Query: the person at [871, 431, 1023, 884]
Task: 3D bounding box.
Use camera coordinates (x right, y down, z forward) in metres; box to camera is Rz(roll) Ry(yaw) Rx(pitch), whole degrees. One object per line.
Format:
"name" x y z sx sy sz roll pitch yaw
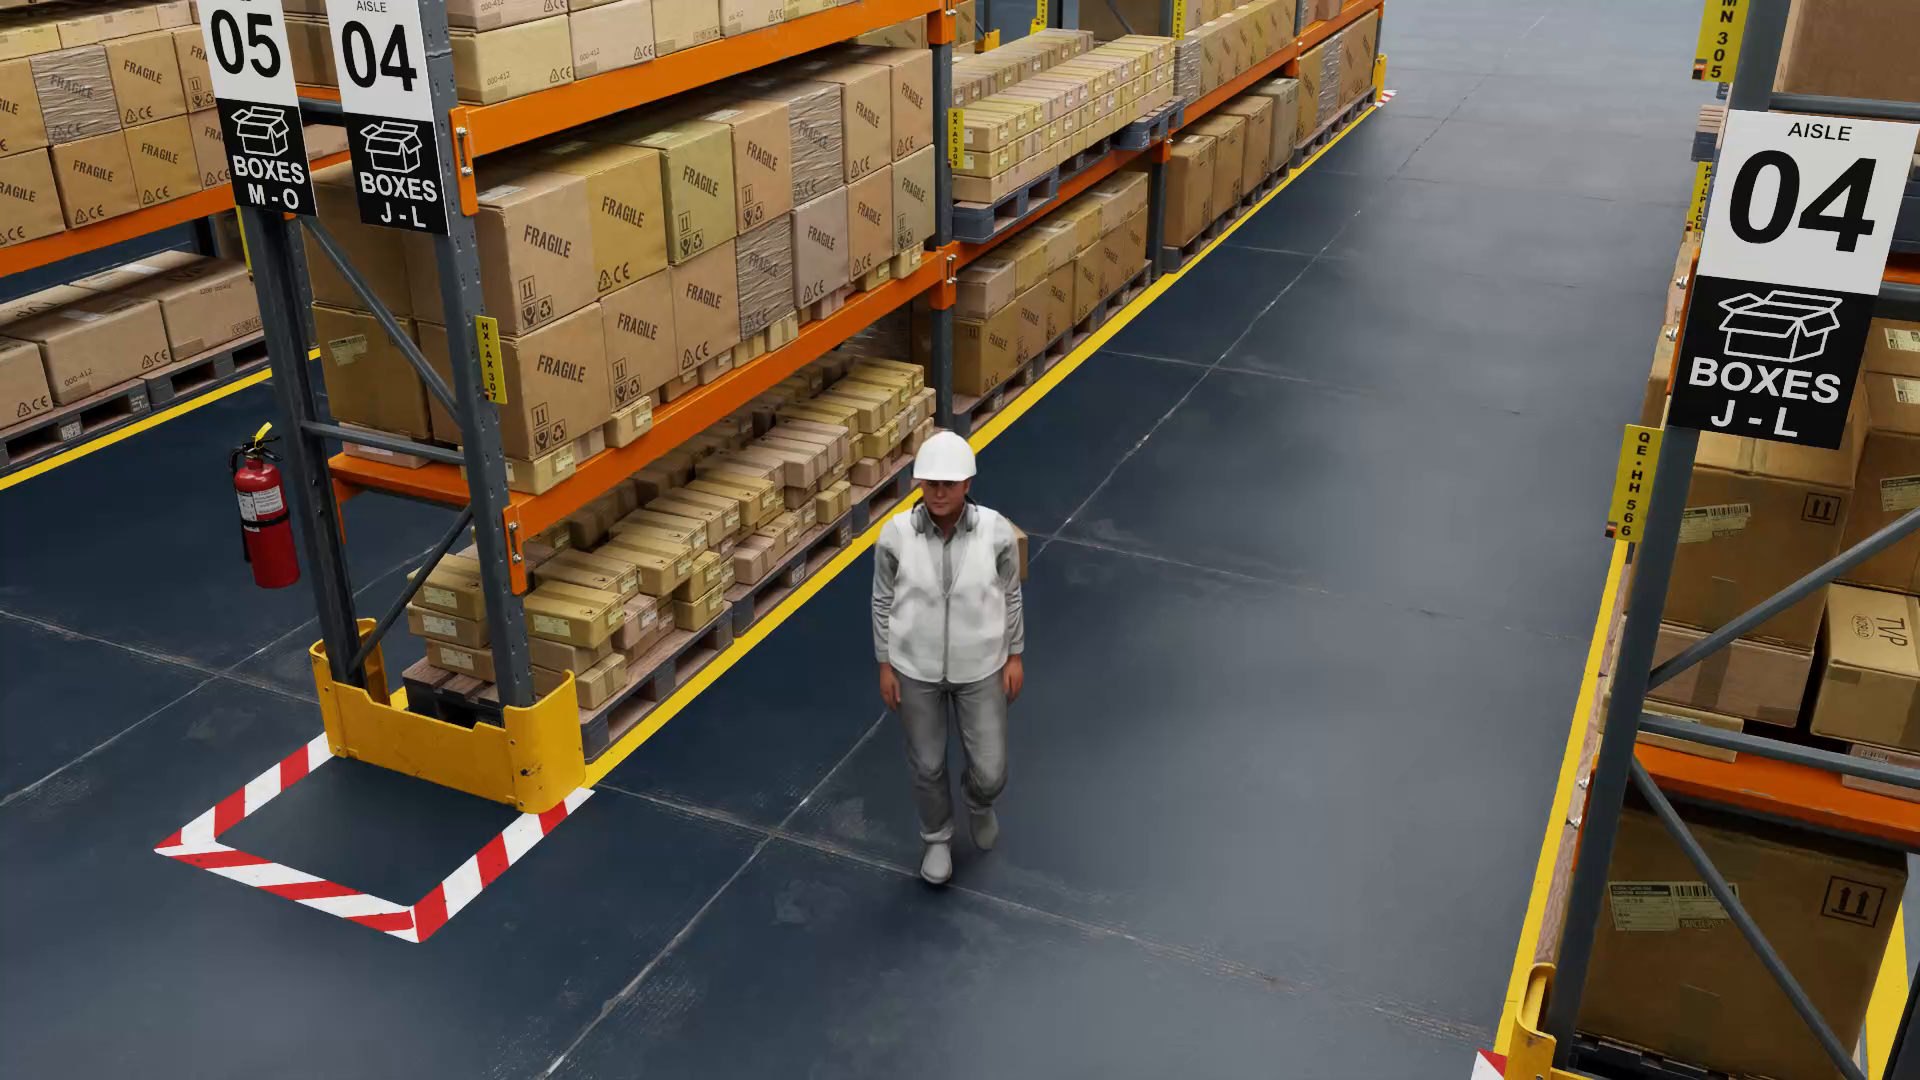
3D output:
"person" -0.047 0.456 6.078 0.556 1.765 0.467 1 26 1
